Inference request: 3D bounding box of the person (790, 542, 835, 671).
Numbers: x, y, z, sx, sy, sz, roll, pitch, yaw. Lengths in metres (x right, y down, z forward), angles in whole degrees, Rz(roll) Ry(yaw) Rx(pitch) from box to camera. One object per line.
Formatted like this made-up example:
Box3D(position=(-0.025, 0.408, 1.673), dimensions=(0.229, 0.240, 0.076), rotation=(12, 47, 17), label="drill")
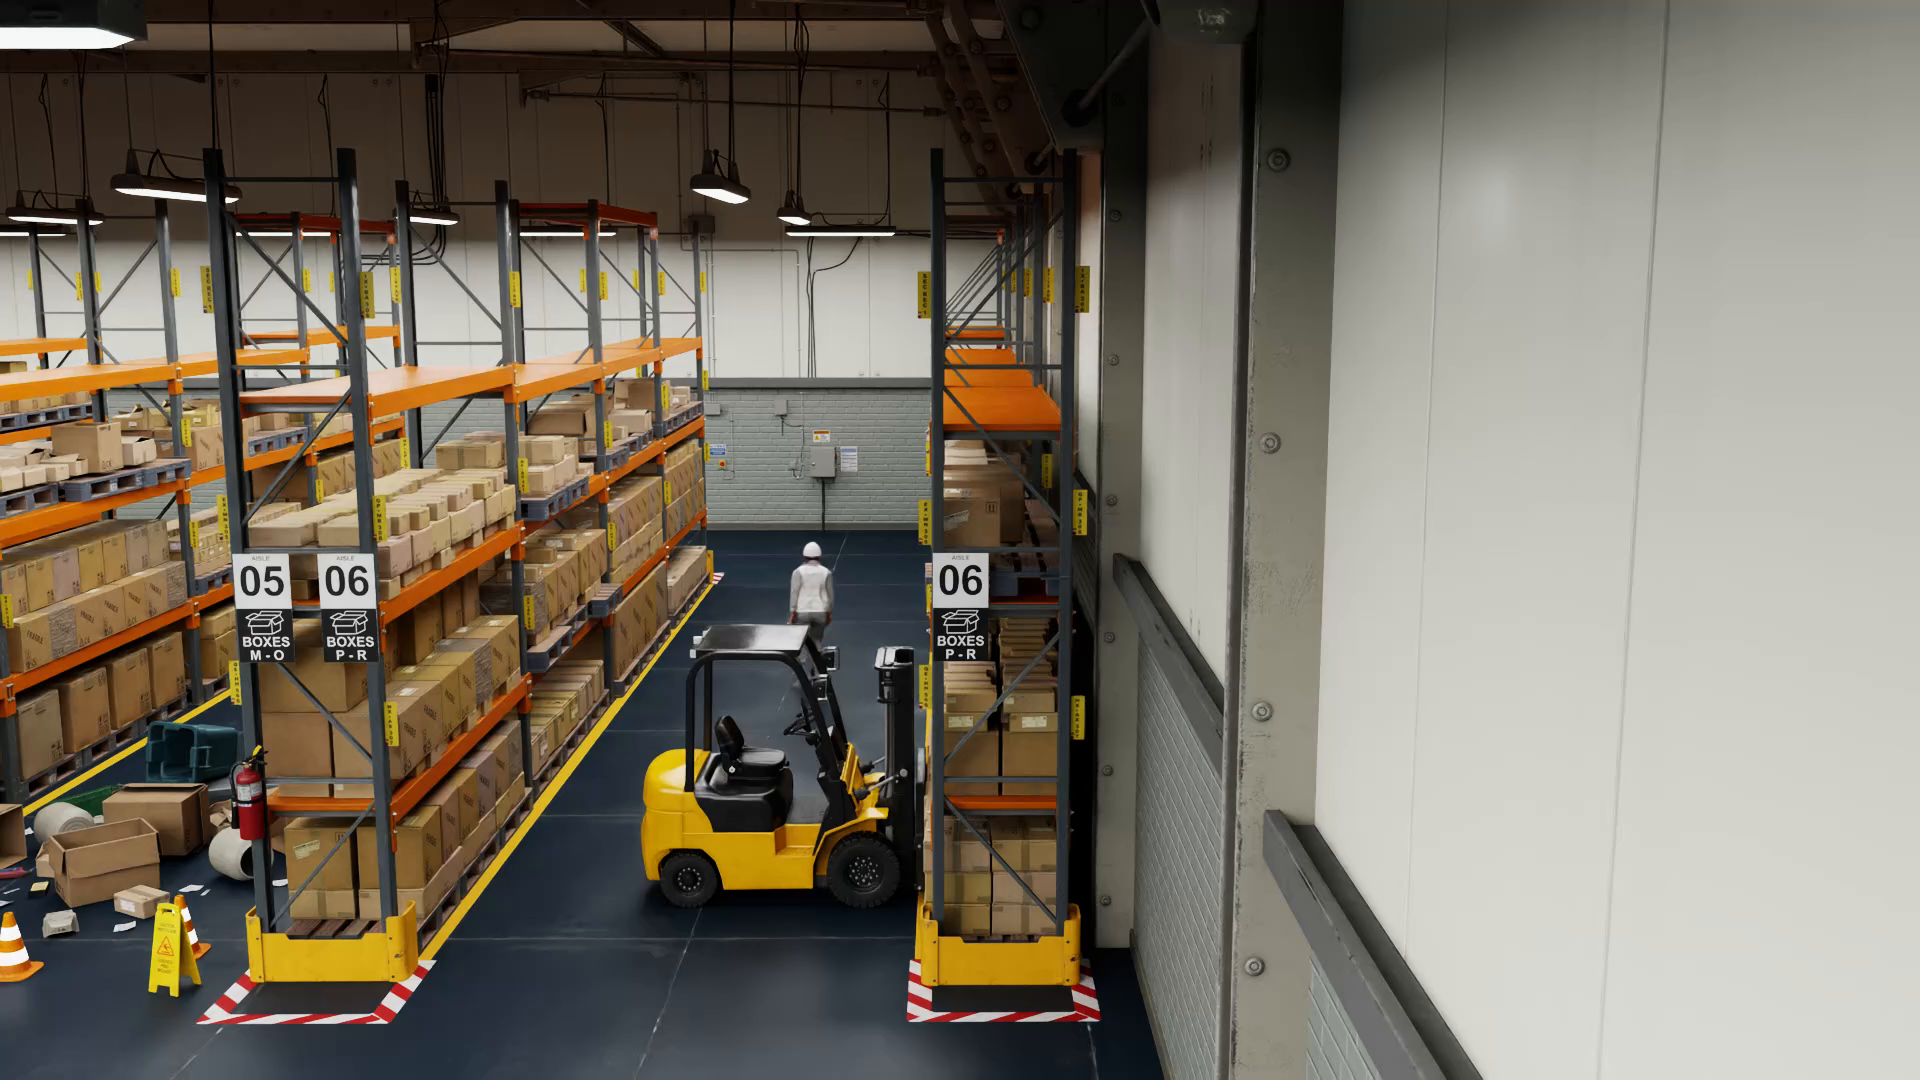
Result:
Box3D(position=(-1.857, 0.827, 20.779), dimensions=(0.582, 1.600, 0.752), rotation=(-2, 9, -14), label="person")
